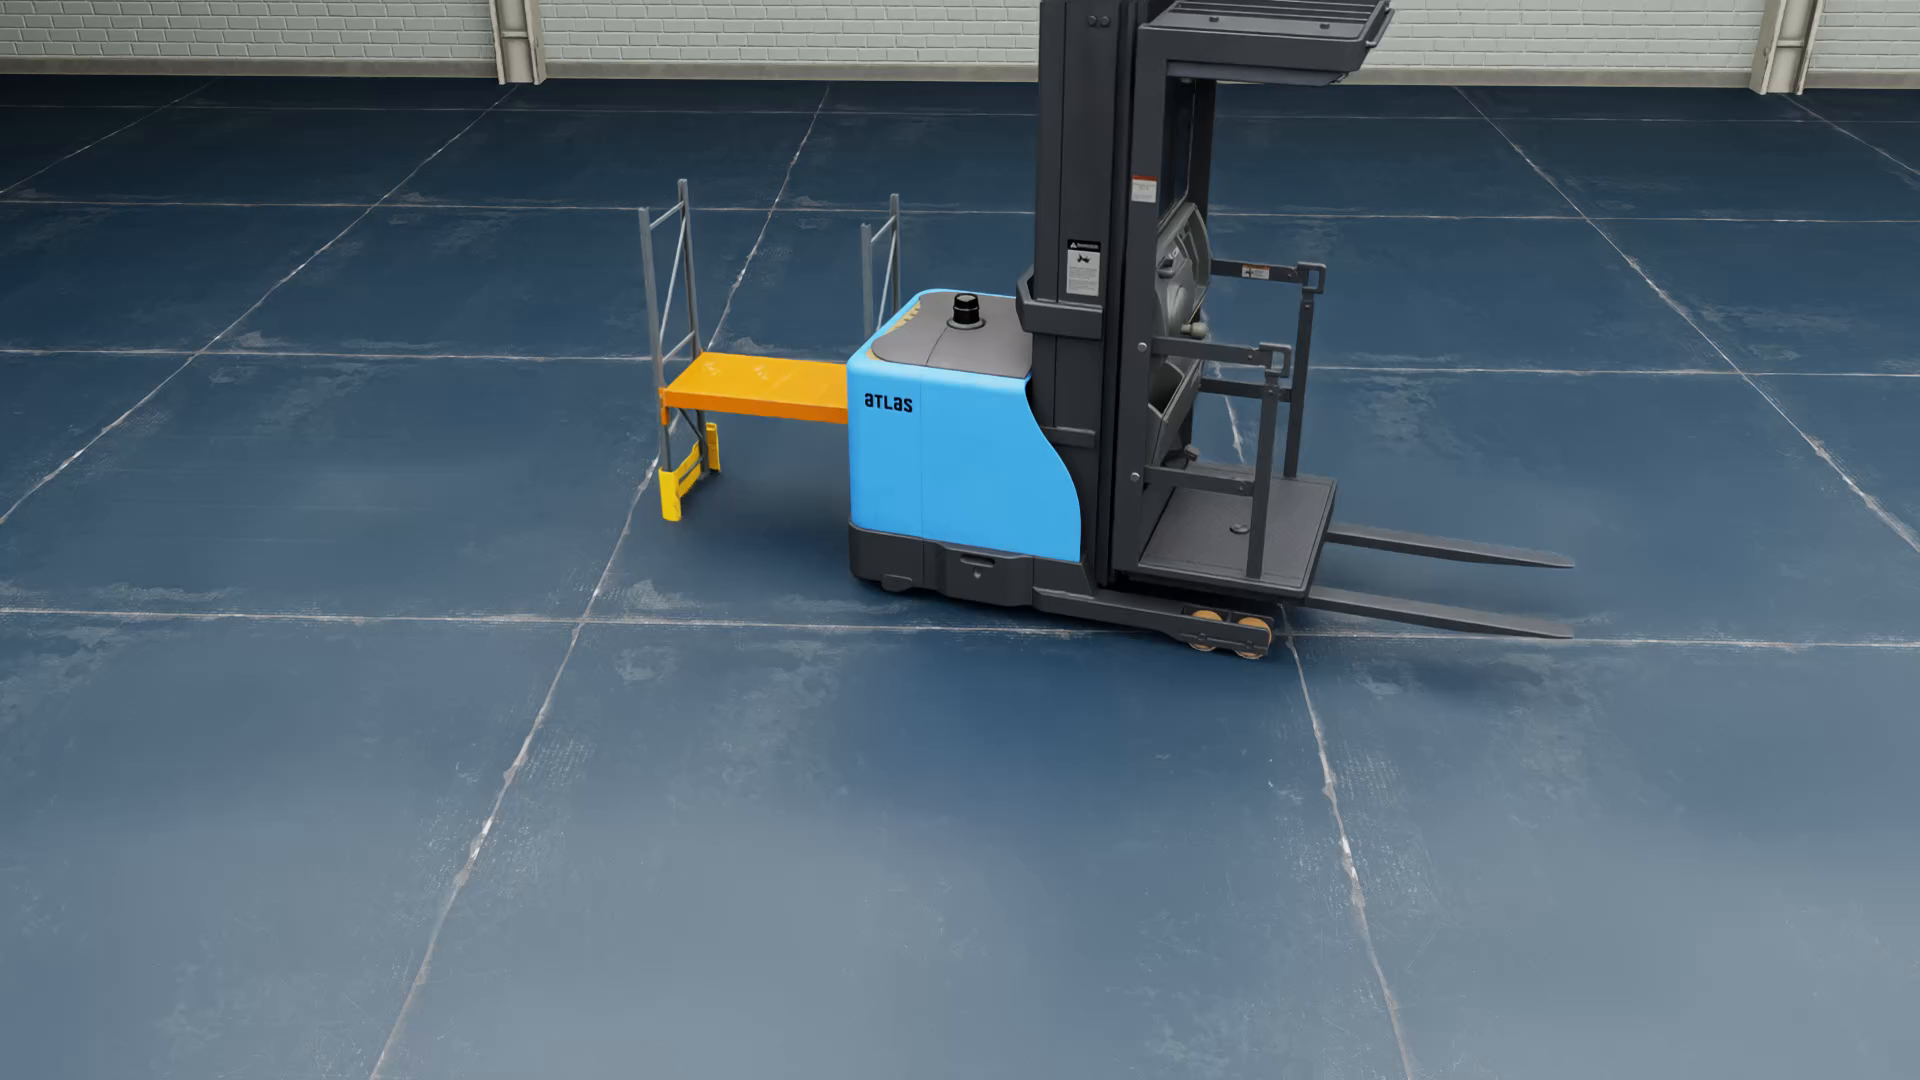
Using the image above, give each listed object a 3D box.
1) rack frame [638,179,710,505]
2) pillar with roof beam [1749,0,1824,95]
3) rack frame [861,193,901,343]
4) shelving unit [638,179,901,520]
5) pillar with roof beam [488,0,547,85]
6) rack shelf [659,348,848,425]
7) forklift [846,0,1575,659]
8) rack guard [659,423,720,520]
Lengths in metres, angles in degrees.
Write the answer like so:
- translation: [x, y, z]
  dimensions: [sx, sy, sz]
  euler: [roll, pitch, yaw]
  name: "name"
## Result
- translation: [-1.336, -0.895, 7.836]
  dimensions: [0.032, 1.500, 0.500]
  euler: [6, 29, 12]
  name: "rack frame"
- translation: [7.592, -6.231, 9.897]
  dimensions: [0.400, 9.000, 9.100]
  euler: [1, 28, 2]
  name: "pillar with roof beam"
- translation: [-0.347, -0.784, 7.628]
  dimensions: [0.032, 1.500, 0.500]
  euler: [6, 29, 12]
  name: "rack frame"
- translation: [-0.833, -0.838, 7.730]
  dimensions: [1.083, 1.500, 0.587]
  euler: [6, 29, 12]
  name: "shelving unit"
- translation: [-4.401, -6.429, 10.271]
  dimensions: [0.400, 9.000, 9.100]
  euler: [1, 28, 2]
  name: "pillar with roof beam"
- translation: [-0.842, -0.680, 7.816]
  dimensions: [1.000, 0.185, 0.538]
  euler: [6, 29, 12]
  name: "rack shelf"
- translation: [1.086, -1.087, 6.671]
  dimensions: [3.031, 2.935, 1.130]
  euler: [9, 29, 16]
  name: "forklift"
- translation: [-1.317, -0.340, 8.125]
  dimensions: [0.087, 0.250, 0.587]
  euler: [6, 29, 12]
  name: "rack guard"
